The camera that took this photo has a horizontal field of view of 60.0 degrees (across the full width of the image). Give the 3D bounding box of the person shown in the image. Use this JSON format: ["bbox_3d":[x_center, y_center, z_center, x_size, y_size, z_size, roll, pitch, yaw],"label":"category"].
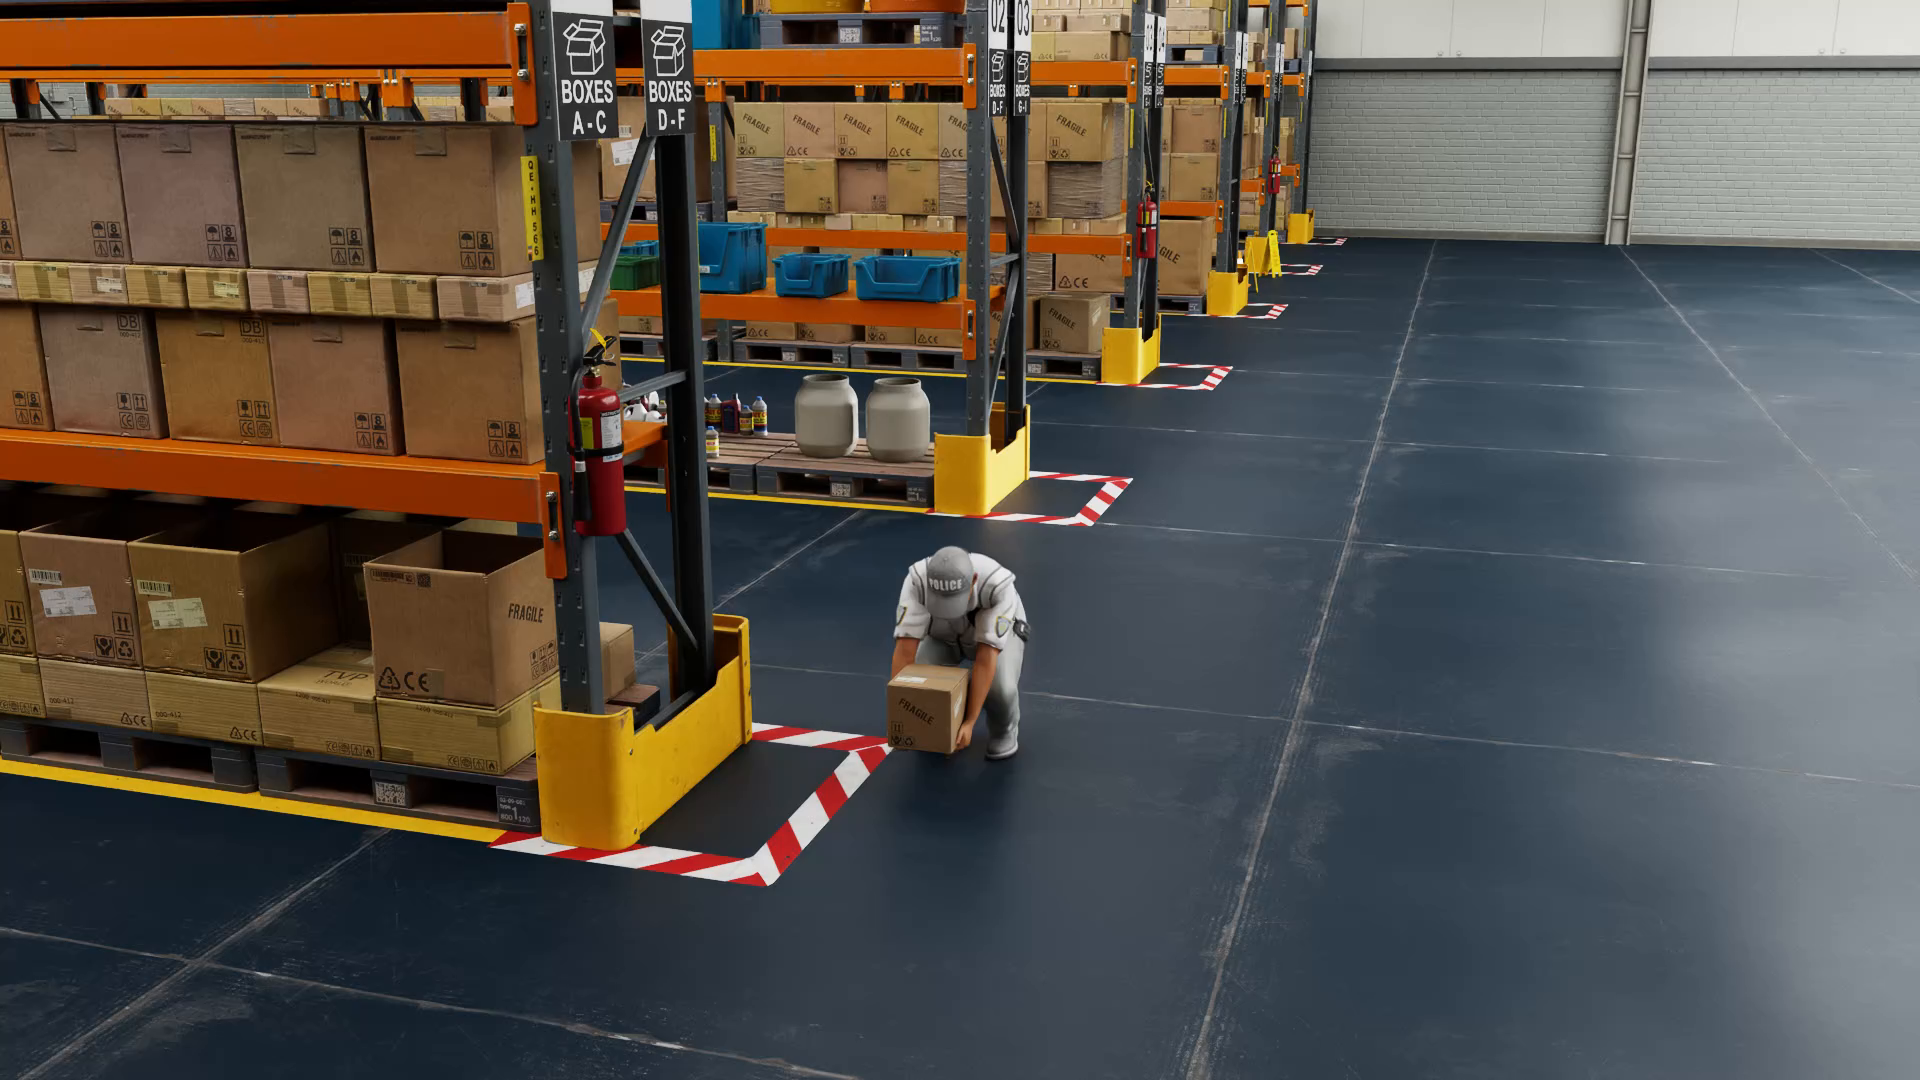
[{"bbox_3d":[-0.001,0.410,6.523,0.512,0.948,0.876,4,16,15],"label":"person"}]
